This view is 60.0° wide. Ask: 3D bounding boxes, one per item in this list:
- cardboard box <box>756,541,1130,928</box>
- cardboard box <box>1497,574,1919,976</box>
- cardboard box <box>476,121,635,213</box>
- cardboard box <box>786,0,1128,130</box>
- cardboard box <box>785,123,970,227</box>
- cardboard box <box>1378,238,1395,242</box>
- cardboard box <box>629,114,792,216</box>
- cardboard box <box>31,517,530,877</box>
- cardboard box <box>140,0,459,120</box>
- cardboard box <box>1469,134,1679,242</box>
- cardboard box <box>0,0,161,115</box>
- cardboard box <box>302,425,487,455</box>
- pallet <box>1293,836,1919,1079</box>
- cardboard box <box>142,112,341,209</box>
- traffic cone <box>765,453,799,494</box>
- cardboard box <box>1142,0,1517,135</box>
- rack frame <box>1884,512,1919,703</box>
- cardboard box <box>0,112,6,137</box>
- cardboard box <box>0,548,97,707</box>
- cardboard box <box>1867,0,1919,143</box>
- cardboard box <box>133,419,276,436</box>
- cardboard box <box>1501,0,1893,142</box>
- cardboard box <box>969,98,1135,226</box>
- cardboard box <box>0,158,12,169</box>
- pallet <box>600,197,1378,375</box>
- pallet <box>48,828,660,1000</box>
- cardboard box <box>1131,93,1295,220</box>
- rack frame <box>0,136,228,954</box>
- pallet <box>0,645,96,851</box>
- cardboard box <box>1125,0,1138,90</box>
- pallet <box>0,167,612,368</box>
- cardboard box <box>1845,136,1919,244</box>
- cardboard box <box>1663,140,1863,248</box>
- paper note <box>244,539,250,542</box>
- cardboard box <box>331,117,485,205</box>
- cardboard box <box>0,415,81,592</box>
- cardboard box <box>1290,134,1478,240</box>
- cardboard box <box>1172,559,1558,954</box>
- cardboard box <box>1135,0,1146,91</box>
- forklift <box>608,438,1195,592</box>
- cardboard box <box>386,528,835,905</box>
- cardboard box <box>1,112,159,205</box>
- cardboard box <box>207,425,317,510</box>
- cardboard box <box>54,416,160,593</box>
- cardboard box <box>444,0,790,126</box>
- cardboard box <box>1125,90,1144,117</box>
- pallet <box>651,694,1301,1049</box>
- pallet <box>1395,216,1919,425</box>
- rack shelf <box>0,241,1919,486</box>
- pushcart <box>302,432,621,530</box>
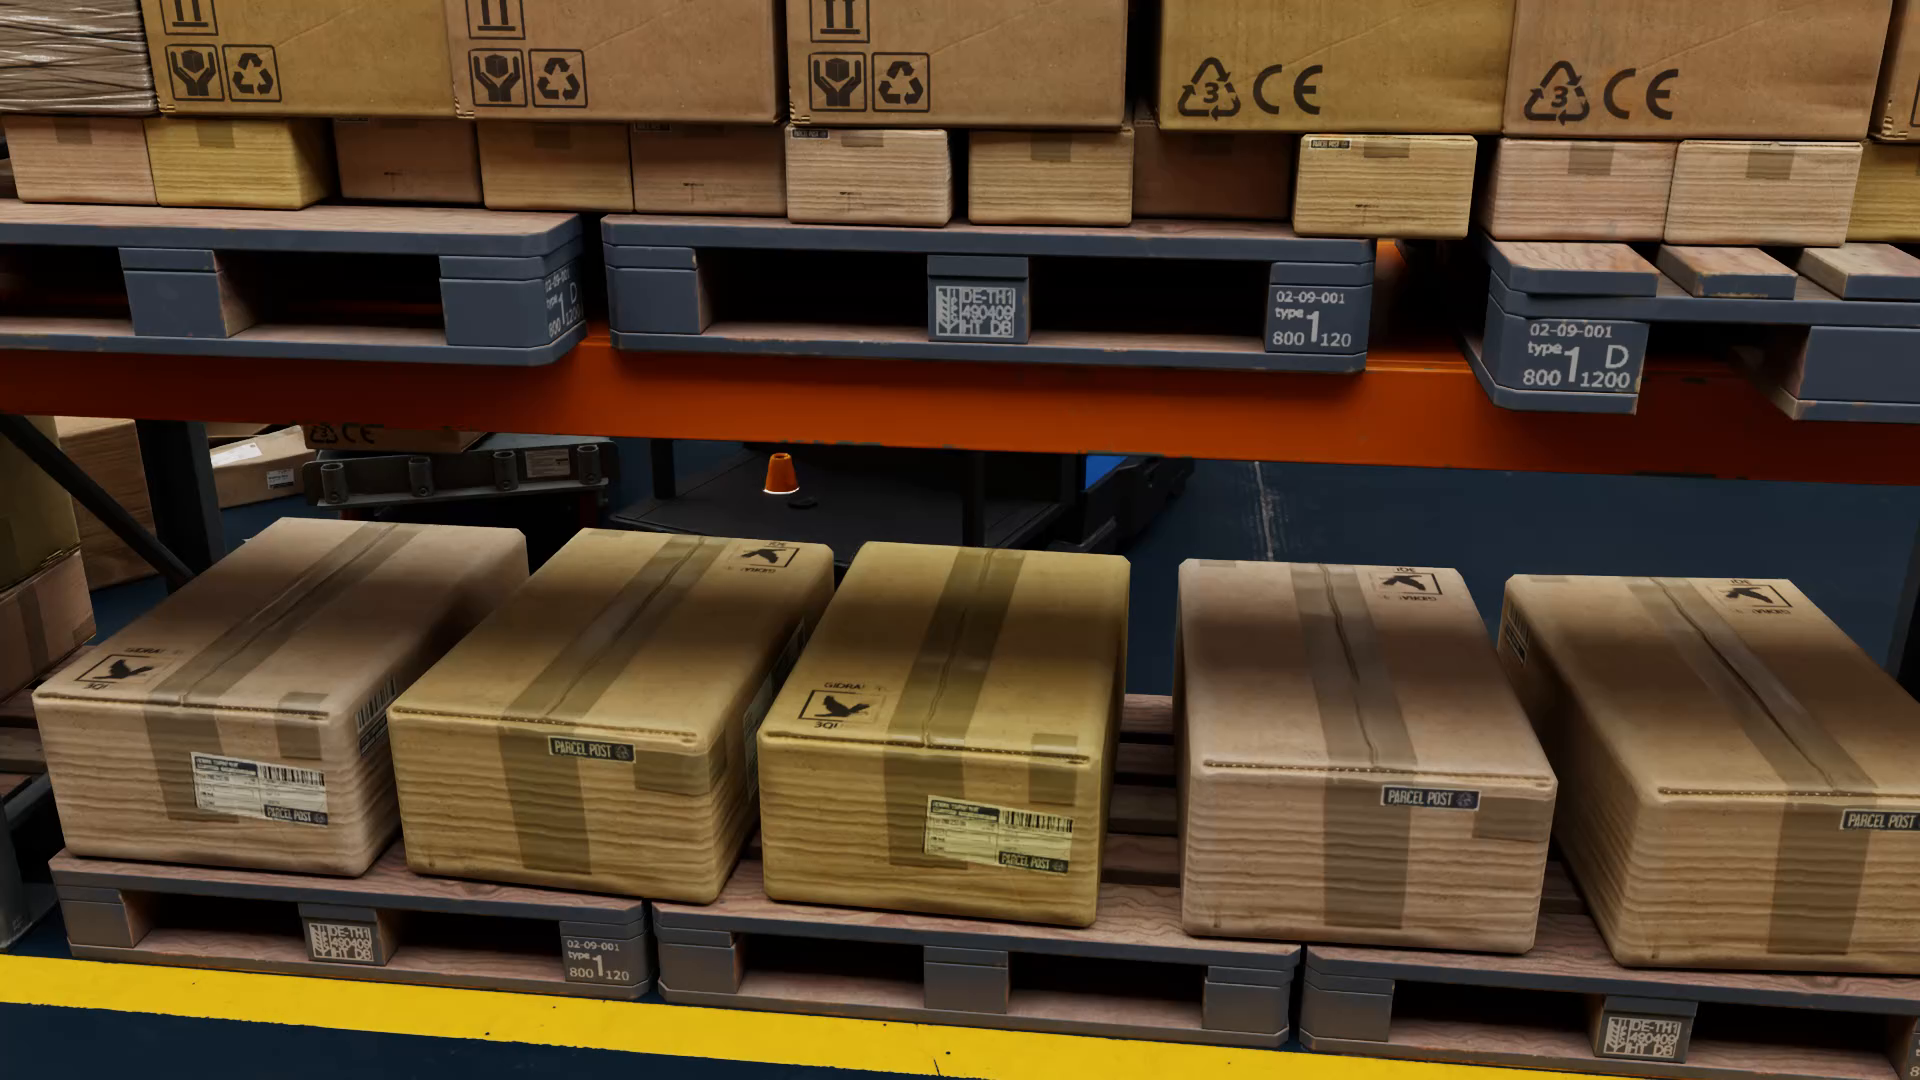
[{"bbox_3d":[0.009,0.358,3.457,0.625,0.372,0.950,3,22,8],"label":"cardboard box"},{"bbox_3d":[1.495,0.422,3.295,0.625,0.372,0.950,1,22,3],"label":"cardboard box"},{"bbox_3d":[-0.618,-0.664,2.810,0.250,0.149,0.380,3,22,7],"label":"cardboard box"},{"bbox_3d":[0.012,-0.939,2.622,0.500,0.500,0.500,2,22,4],"label":"cardboard box"},{"bbox_3d":[-0.115,-0.622,2.704,0.250,0.149,0.380,3,22,8],"label":"cardboard box"},{"bbox_3d":[1.943,-1.596,7.887,0.750,0.750,1.050,2,22,6],"label":"cardboard box"},{"bbox_3d":[-0.373,-0.653,2.781,0.250,0.149,0.380,3,22,7],"label":"cardboard box"},{"bbox_3d":[-1.396,0.299,3.607,0.625,0.372,0.950,3,22,7],"label":"cardboard box"},{"bbox_3d":[-0.988,-0.983,2.735,0.500,0.500,0.500,3,22,6],"label":"cardboard box"},{"bbox_3d":[0.922,-0.577,2.589,0.250,0.149,0.380,1,22,4],"label":"cardboard box"},{"bbox_3d":[-1.486,-1.005,2.789,0.500,0.500,0.500,3,22,8],"label":"cardboard box"},{"bbox_3d":[-1.738,-0.590,5.223,0.500,0.500,0.500,2,22,6],"label":"cardboard box"},{"bbox_3d":[1.279,0.686,3.418,1.213,0.211,1.003,2,22,6],"label":"pallet"},{"bbox_3d":[-1.159,-0.675,2.837,0.250,0.149,0.380,3,22,7],"label":"cardboard box"},{"bbox_3d":[-0.521,-0.027,4.879,0.334,0.463,0.336,2,22,6],"label":"traffic cone"},{"bbox_3d":[0.554,-0.915,2.561,0.500,0.500,0.500,1,22,3],"label":"cardboard box"},{"bbox_3d":[2.055,-0.576,2.818,0.127,3.000,1.000,2,22,6],"label":"rack frame"},{"bbox_3d":[-2.322,-1.055,3.488,0.500,0.500,0.500,2,22,6],"label":"cardboard box"},{"bbox_3d":[-2.472,0.210,3.998,0.500,0.250,0.500,2,22,4],"label":"cardboard box"},{"bbox_3d":[1.570,-0.875,2.461,0.500,0.500,0.500,2,22,5],"label":"cardboard box"},{"bbox_3d":[-2.918,-0.636,6.179,0.503,0.637,0.797,2,22,6],"label":"cardboard box"},{"bbox_3d":[1.056,-0.893,2.507,0.500,0.500,0.500,2,22,5],"label":"cardboard box"},{"bbox_3d":[0.153,-0.621,2.702,0.250,0.149,0.380,2,22,5],"label":"cardboard box"},{"bbox_3d":[-2.193,-0.763,3.633,0.250,0.149,0.380,2,22,6],"label":"cardboard box"},{"bbox_3d":[0.084,-0.558,3.032,1.213,0.211,1.003,2,22,6],"label":"pallet"},{"bbox_3d":[-1.144,0.580,3.685,1.213,0.211,1.003,2,22,6],"label":"pallet"},{"bbox_3d":[0.412,-0.640,2.750,0.250,0.149,0.380,3,22,7],"label":"cardboard box"},{"bbox_3d":[-1.918,-0.750,3.256,0.127,3.000,1.000,2,22,6],"label":"rack frame"},{"bbox_3d":[-2.589,0.531,3.809,1.213,0.211,1.003,2,22,6],"label":"pallet"},{"bbox_3d":[0.093,-1.126,3.095,0.500,0.500,0.500,2,22,4],"label":"cardboard box"},{"bbox_3d":[-1.176,-0.574,3.073,1.213,0.211,1.003,2,22,6],"label":"pallet"},{"bbox_3d":[1.427,-0.568,2.568,0.250,0.149,0.380,3,22,7],"label":"cardboard box"},{"bbox_3d":[1.171,-0.563,2.554,0.250,0.149,0.380,2,22,6],"label":"cardboard box"},{"bbox_3d":[-2.243,-0.015,5.435,0.142,0.019,0.148,2,22,6],"label":"paper note"},{"bbox_3d":[-0.869,-0.690,2.877,0.250,0.149,0.380,4,22,10],"label":"cardboard box"},{"bbox_3d":[-2.472,-0.139,3.860,0.500,0.500,0.500,4,22,9],"label":"cardboard box"},{"bbox_3d":[0.647,-0.584,2.606,0.250,0.149,0.380,3,22,7],"label":"cardboard box"},{"bbox_3d":[0.761,0.393,3.368,0.625,0.372,0.950,2,22,5],"label":"cardboard box"},{"bbox_3d":[0.589,-1.101,3.033,0.500,0.500,0.500,3,22,7],"label":"cardboard box"},{"bbox_3d":[-0.287,-1.157,4.381,1.130,2.935,3.031,11,24,25],"label":"forklift"},{"bbox_3d":[-0.682,0.329,3.531,0.625,0.372,0.950,4,22,10],"label":"cardboard box"},{"bbox_3d":[-1.406,-0.689,2.873,0.250,0.149,0.380,3,22,7],"label":"cardboard box"},{"bbox_3d":[-2.474,-0.297,5.830,0.396,0.266,0.258,-14,25,-31],"label":"cardboard box"},{"bbox_3d":[-2.822,-0.131,5.089,0.500,0.500,0.500,-19,28,-40],"label":"cardboard box"},{"bbox_3d":[-0.499,-0.957,2.668,0.500,0.500,0.500,2,22,6],"label":"cardboard box"},{"bbox_3d":[0.406,-0.789,3.127,0.250,0.149,0.380,3,22,8],"label":"cardboard box"},{"bbox_3d":[0.071,0.632,3.553,1.213,0.211,1.003,2,22,6],"label":"pallet"},{"bbox_3d":[1.334,-0.479,2.833,1.003,0.211,1.213,2,22,6],"label":"pallet"},{"bbox_3d":[0.069,-0.328,3.169,4.000,0.370,1.077,2,22,6],"label":"rack shelf"},{"bbox_3d":[-1.699,-0.365,5.849,0.936,0.377,1.648,-5,22,-12],"label":"pushcart"}]
